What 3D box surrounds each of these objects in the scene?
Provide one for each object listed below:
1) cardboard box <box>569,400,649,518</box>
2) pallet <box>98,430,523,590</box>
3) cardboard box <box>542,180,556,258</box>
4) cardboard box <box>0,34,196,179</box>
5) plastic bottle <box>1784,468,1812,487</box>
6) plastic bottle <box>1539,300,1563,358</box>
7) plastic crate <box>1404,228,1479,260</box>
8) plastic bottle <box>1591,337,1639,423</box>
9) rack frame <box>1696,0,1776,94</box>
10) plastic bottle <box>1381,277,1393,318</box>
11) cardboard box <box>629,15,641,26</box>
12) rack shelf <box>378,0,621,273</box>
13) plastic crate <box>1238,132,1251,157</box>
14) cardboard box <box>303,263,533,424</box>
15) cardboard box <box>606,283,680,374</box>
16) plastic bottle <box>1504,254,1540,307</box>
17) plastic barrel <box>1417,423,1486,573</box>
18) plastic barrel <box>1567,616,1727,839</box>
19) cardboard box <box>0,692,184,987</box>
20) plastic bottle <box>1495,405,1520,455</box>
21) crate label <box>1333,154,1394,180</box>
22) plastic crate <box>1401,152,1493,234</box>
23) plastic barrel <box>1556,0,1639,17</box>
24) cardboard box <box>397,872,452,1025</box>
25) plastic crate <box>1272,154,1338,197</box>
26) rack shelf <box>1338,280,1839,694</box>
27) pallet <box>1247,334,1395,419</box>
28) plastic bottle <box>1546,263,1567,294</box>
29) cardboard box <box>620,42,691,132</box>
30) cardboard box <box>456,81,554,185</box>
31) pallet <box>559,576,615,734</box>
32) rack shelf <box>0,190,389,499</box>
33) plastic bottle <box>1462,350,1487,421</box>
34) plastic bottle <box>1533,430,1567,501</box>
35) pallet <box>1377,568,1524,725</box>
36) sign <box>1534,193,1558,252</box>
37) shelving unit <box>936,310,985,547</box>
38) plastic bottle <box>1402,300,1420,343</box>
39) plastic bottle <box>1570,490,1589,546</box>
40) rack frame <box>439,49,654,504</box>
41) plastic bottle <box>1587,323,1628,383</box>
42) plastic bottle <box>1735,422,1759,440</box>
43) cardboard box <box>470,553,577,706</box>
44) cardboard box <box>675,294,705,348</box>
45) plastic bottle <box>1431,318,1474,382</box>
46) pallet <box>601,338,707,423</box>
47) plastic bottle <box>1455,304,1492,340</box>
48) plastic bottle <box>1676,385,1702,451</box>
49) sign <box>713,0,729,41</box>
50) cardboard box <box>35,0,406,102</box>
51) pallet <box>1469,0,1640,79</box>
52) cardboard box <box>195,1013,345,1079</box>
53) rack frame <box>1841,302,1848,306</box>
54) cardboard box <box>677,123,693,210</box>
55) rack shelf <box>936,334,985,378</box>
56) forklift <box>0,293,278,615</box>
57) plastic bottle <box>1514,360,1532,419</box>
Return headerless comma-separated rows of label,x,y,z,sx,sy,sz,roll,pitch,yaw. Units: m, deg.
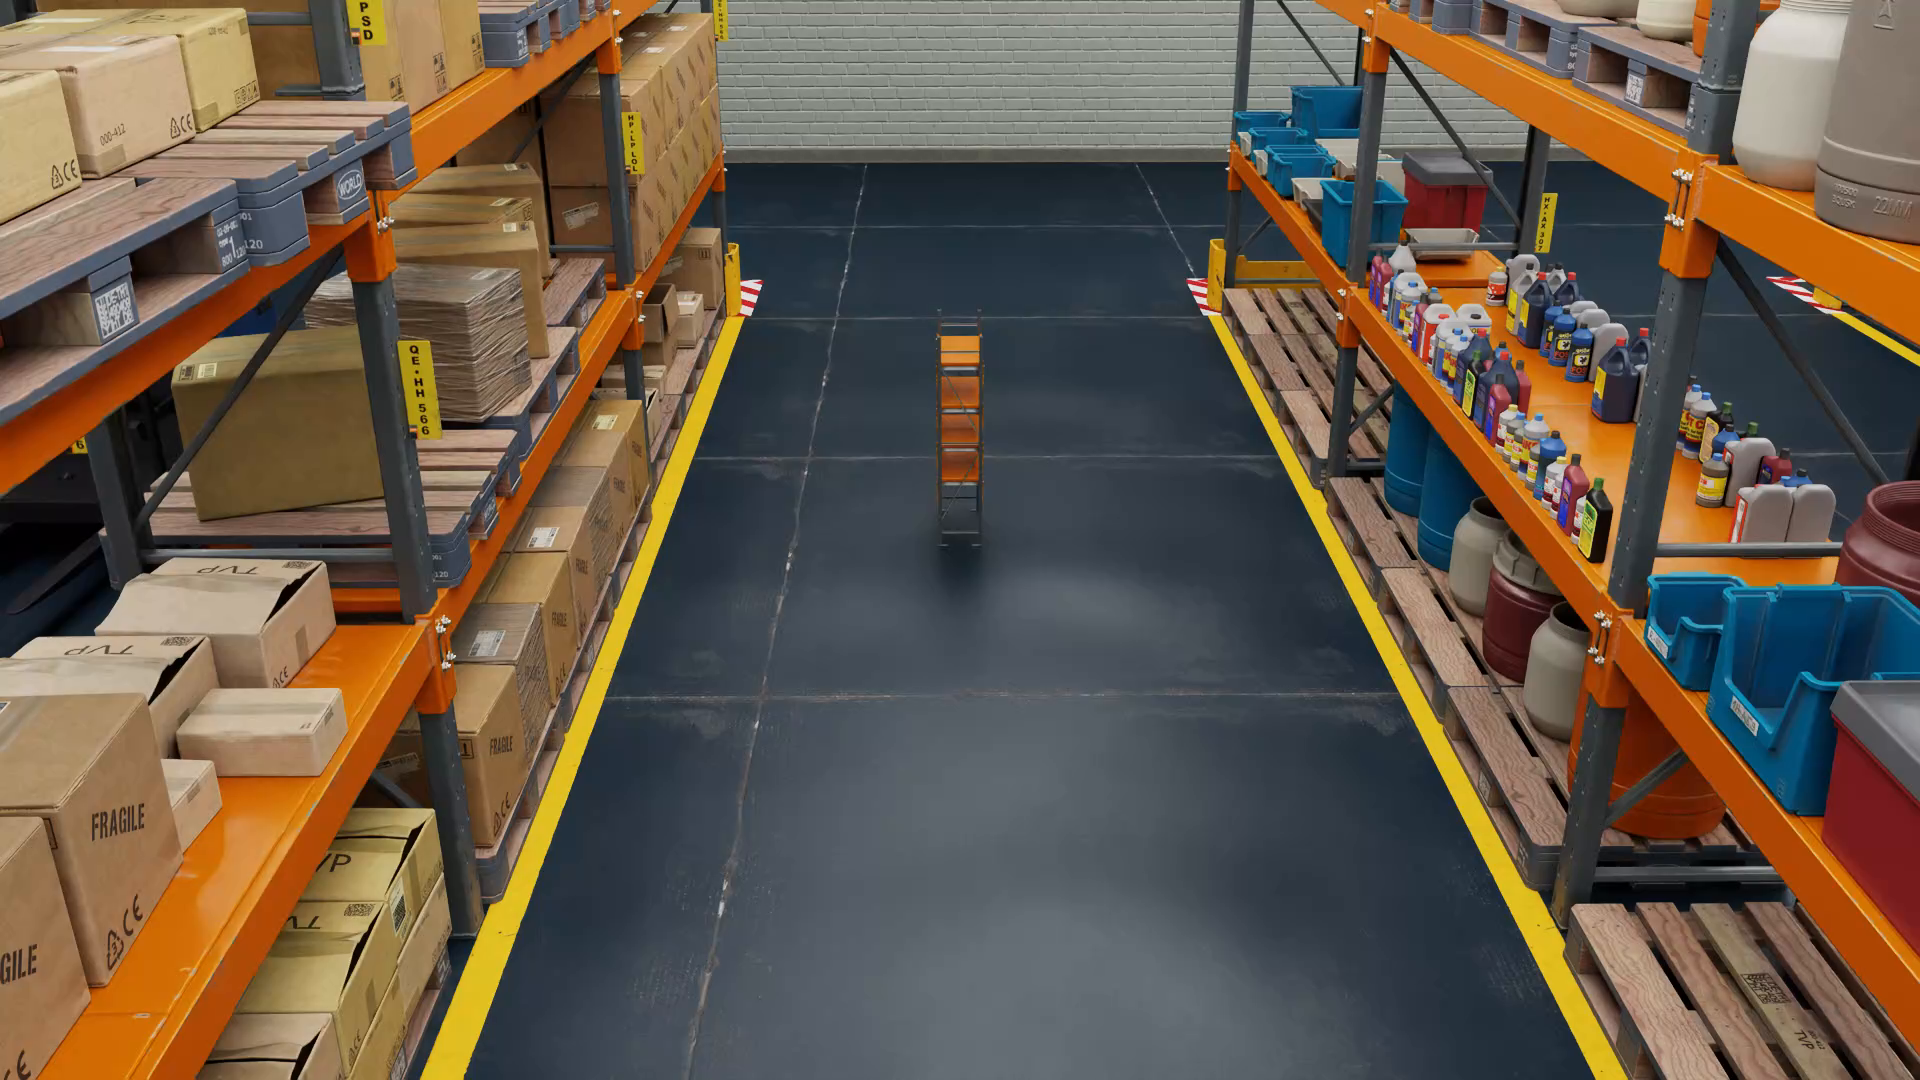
cardboard box,-2.010,-0.448,9.099,0.500,0.500,0.500,0,24,-1
pallet,-2.336,-0.131,6.133,1.213,0.211,1.003,0,24,-1
cardboard box,-2.564,-1.839,9.554,0.500,0.500,0.500,0,24,0
cardboard box,-2.173,-1.027,3.913,0.500,0.250,0.500,0,24,1
plastic bottle,3.039,-0.130,6.053,0.097,0.271,0.097,0,24,0
plastic bottle,2.864,-1.023,8.027,0.097,0.271,0.097,0,24,0
plastic crate,2.789,-1.708,9.635,0.396,0.136,0.243,0,24,-1
plastic bottle,2.850,-0.699,7.215,0.144,0.351,0.185,0,24,-1
rack frame,2.695,-2.694,4.287,1.000,3.000,0.127,0,24,-1
plastic bottle,2.250,-1.263,8.643,0.097,0.201,0.097,0,24,0
cardboard box,-2.604,-3.553,12.132,0.500,0.500,0.500,0,24,1
rack shelf,-2.280,-1.803,6.829,1.077,0.370,4.000,0,24,-1
plastic crate,2.202,-2.929,12.332,0.250,0.136,0.298,0,24,-1
cardboard box,-2.197,-0.813,6.778,0.700,0.500,0.500,4,25,9
cardboard box,-2.328,-1.425,11.257,0.797,0.503,0.637,0,24,-1
plastic bottle,2.979,-1.391,8.837,0.152,0.276,0.135,0,24,-1
plastic barrel,2.648,-0.328,8.372,0.600,0.901,0.708,0,24,-1
plastic barrel,2.672,0.635,6.329,0.600,0.830,0.708,0,24,-1
cardboard box,-2.224,0.706,3.928,0.500,0.500,0.500,-2,24,-3
plastic bottle,2.271,-0.458,6.865,0.097,0.201,0.097,0,24,0
crate label,2.814,-2.595,11.595,0.396,0.136,0.243,0,24,-1
plastic crate,2.892,-2.034,9.958,0.402,0.464,0.583,0,24,-1
plastic barrel,2.525,-2.310,6.404,0.433,0.535,0.433,0,24,0
cardboard box,-2.009,1.337,5.480,0.500,0.250,0.500,0,24,1
plastic crate,2.299,-2.439,11.132,0.416,0.233,0.300,0,24,-1
rack shelf,2.673,-0.457,7.493,1.077,0.370,4.000,0,24,-1
pallet,2.588,-1.145,11.526,1.003,0.211,1.213,0,24,-1
plastic bottle,2.988,-1.209,8.343,0.144,0.351,0.185,0,24,-1
cardboard box,-2.043,-2.922,10.736,0.500,0.500,0.500,0,24,1
cardboard box,-2.566,-2.296,9.353,0.500,0.500,0.500,0,24,0
pallet,-2.239,0.521,7.841,1.003,0.211,1.213,0,24,-1
rack shelf,-2.236,-0.155,3.185,1.077,0.370,4.000,0,24,-1
plastic bottle,2.248,-0.674,7.243,0.061,0.283,0.133,0,24,-1
plastic bottle,2.276,-0.290,6.407,0.097,0.271,0.097,0,24,0
pallet,2.634,0.484,7.924,1.003,0.211,1.213,0,24,-1
sign,3.201,-1.737,9.114,0.100,0.325,0.005,0,24,-1
shelving unit,-0.002,-0.615,9.154,0.258,1.200,0.503,0,24,-1
plastic bottle,2.254,-1.087,8.255,0.097,0.201,0.097,0,24,0
plastic bottle,2.281,-0.082,6.033,0.097,0.201,0.097,0,24,0
rack frame,-2.302,-1.588,9.121,1.000,3.000,0.127,0,24,-1
plastic bottle,2.992,-0.882,7.711,0.152,0.276,0.135,0,24,-1
plastic bottle,3.052,-0.333,6.488,0.061,0.283,0.133,0,24,-1
cardboard box,-1.989,0.387,7.253,0.500,0.500,0.500,-1,24,-1
cardboard box,-2.113,-1.569,11.883,0.500,0.250,0.500,0,24,-1
plastic bottle,2.288,-0.883,7.712,0.152,0.276,0.135,0,24,-1
pallet,-2.325,-1.104,11.436,1.003,0.211,1.213,0,24,-1
plastic bottle,2.437,-0.979,7.925,0.152,0.276,0.135,0,24,-1
plastic bottle,3.029,-0.510,6.895,0.097,0.271,0.097,0,24,0
sign,-1.790,-3.902,12.449,0.100,0.325,0.005,0,24,-1
cardboard box,-2.297,-1.532,5.235,0.910,0.500,0.500,0,24,-1
pallet,2.773,-2.100,6.842,1.003,0.211,1.213,0,24,-1
cardboard box,-1.991,1.503,4.433,0.500,0.311,0.500,0,24,-1
rack frame,7.560,-3.279,12.861,1.000,3.000,0.127,0,24,-1
cardboard box,-2.054,-2.472,10.953,0.500,0.500,0.500,-1,24,-1
rack shelf,-0.002,-0.973,8.992,0.258,0.148,0.480,0,24,-1
forklift,-4.800,-1.407,8.805,1.130,2.935,3.031,1,24,1
plastic bottle,2.393,-0.620,7.122,0.061,0.283,0.133,0,24,-1
